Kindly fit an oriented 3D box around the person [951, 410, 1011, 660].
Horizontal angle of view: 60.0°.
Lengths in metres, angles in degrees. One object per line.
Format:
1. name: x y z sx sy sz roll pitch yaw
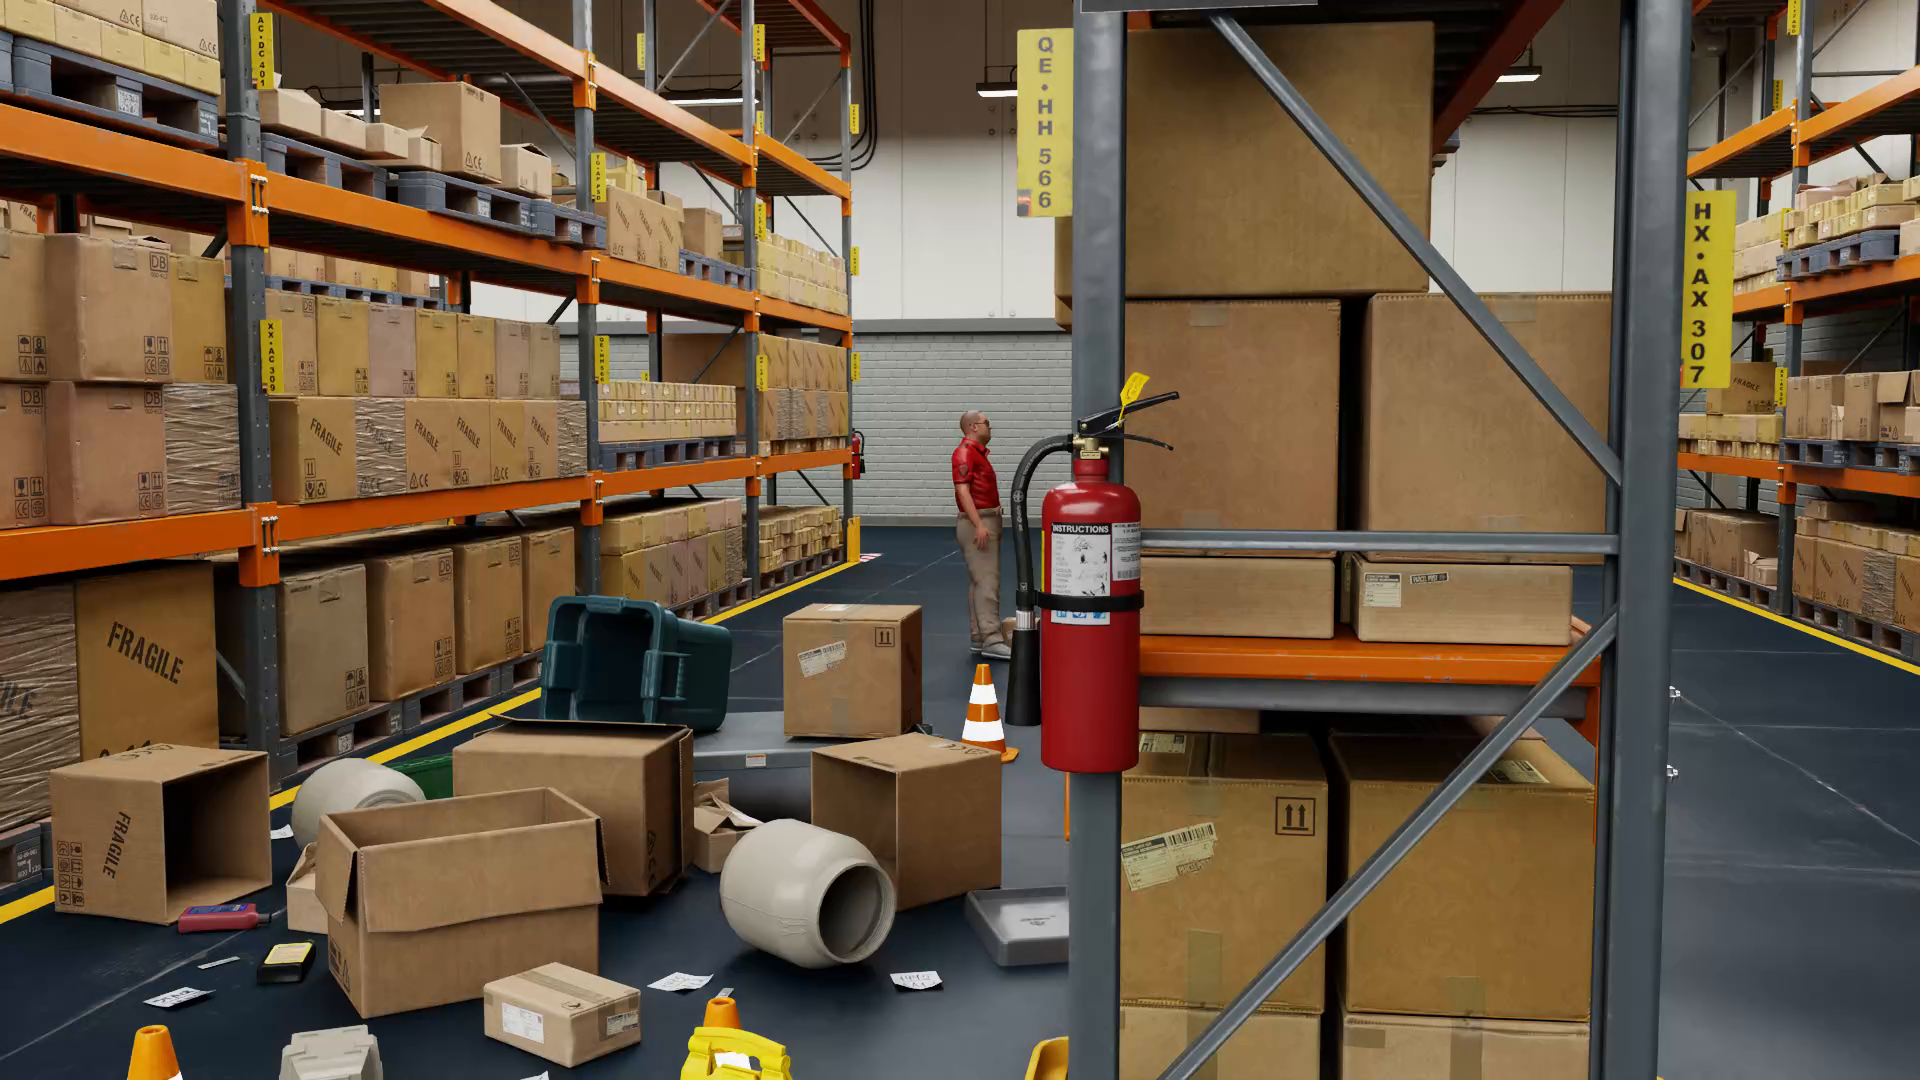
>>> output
1. person: 0.232 -0.052 11.796 0.550 1.728 0.642 1 4 9
